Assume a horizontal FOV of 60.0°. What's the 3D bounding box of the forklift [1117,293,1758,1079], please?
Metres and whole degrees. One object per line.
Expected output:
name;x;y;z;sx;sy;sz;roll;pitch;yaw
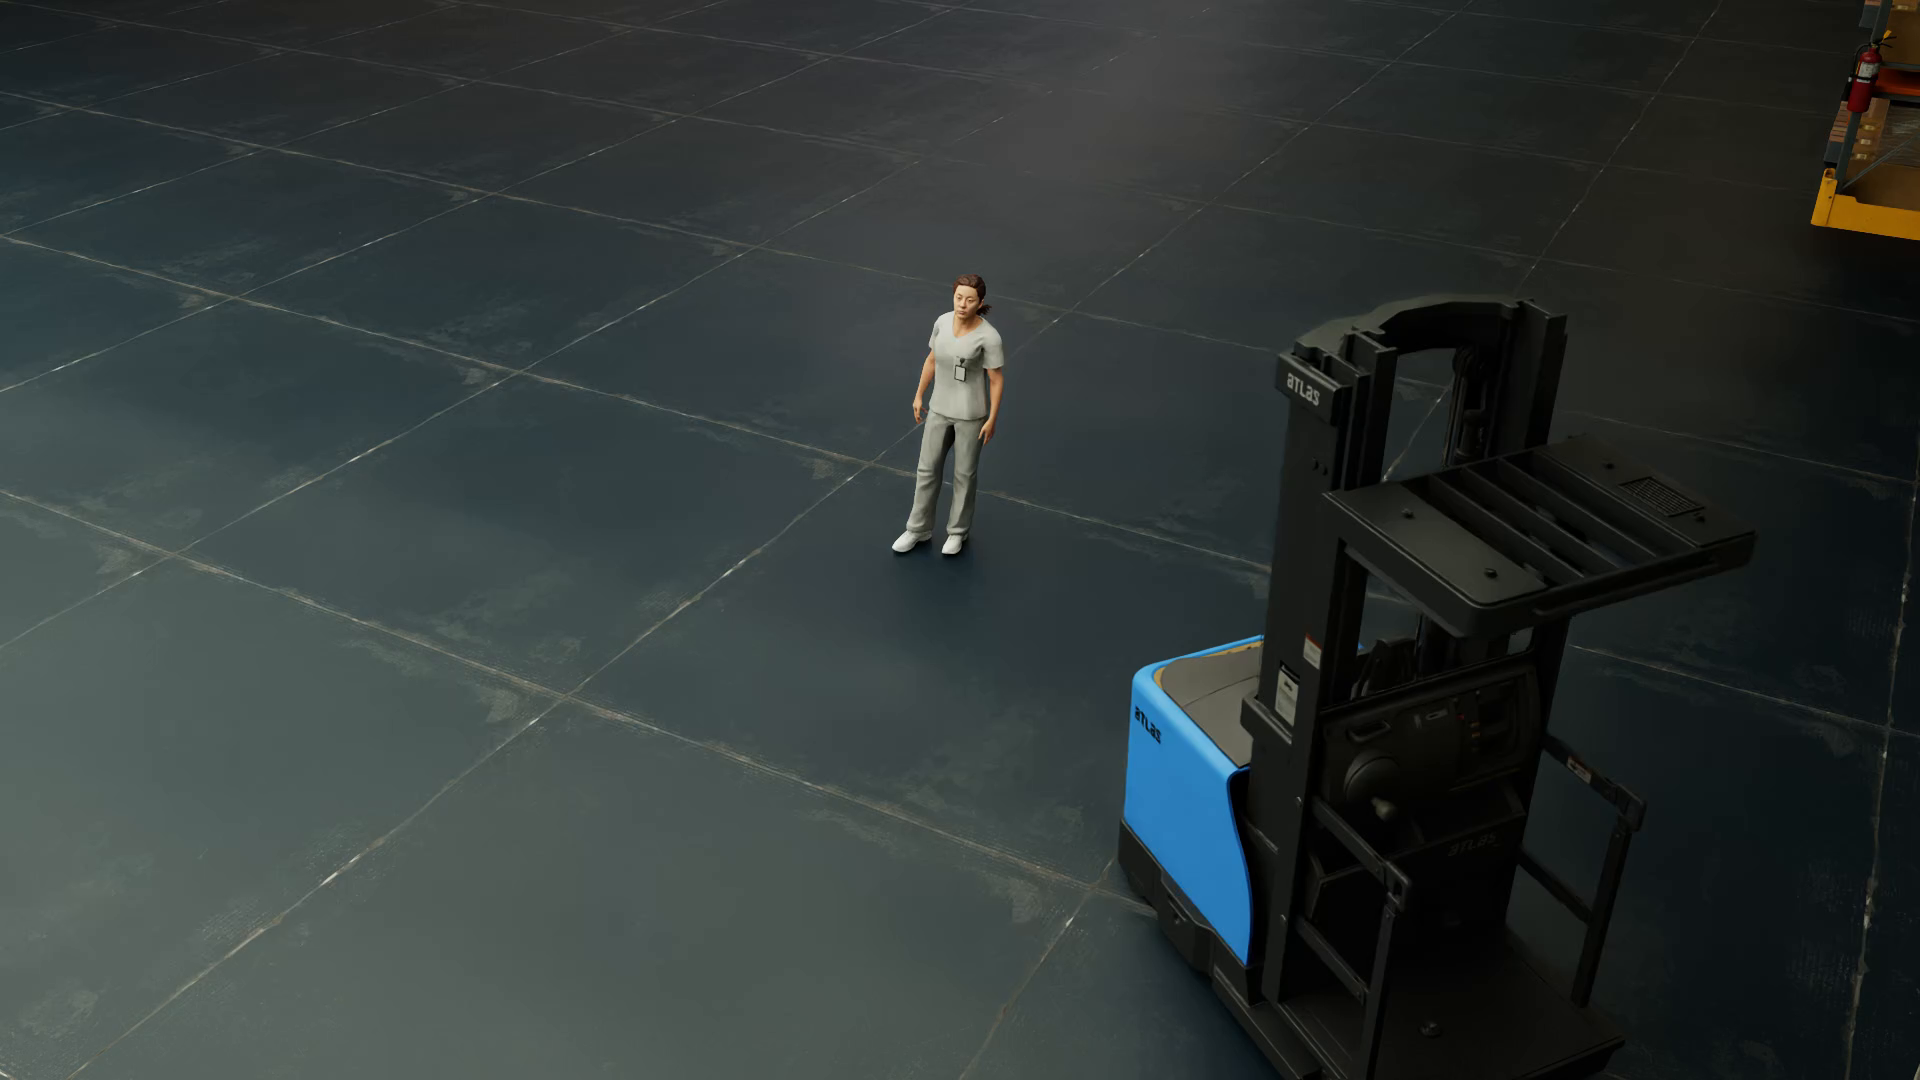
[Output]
forklift;1.770;0.767;5.742;1.130;2.935;3.031;-13;32;-21

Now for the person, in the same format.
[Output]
person;-0.048;-0.703;9.530;0.549;1.673;0.548;15;33;25
